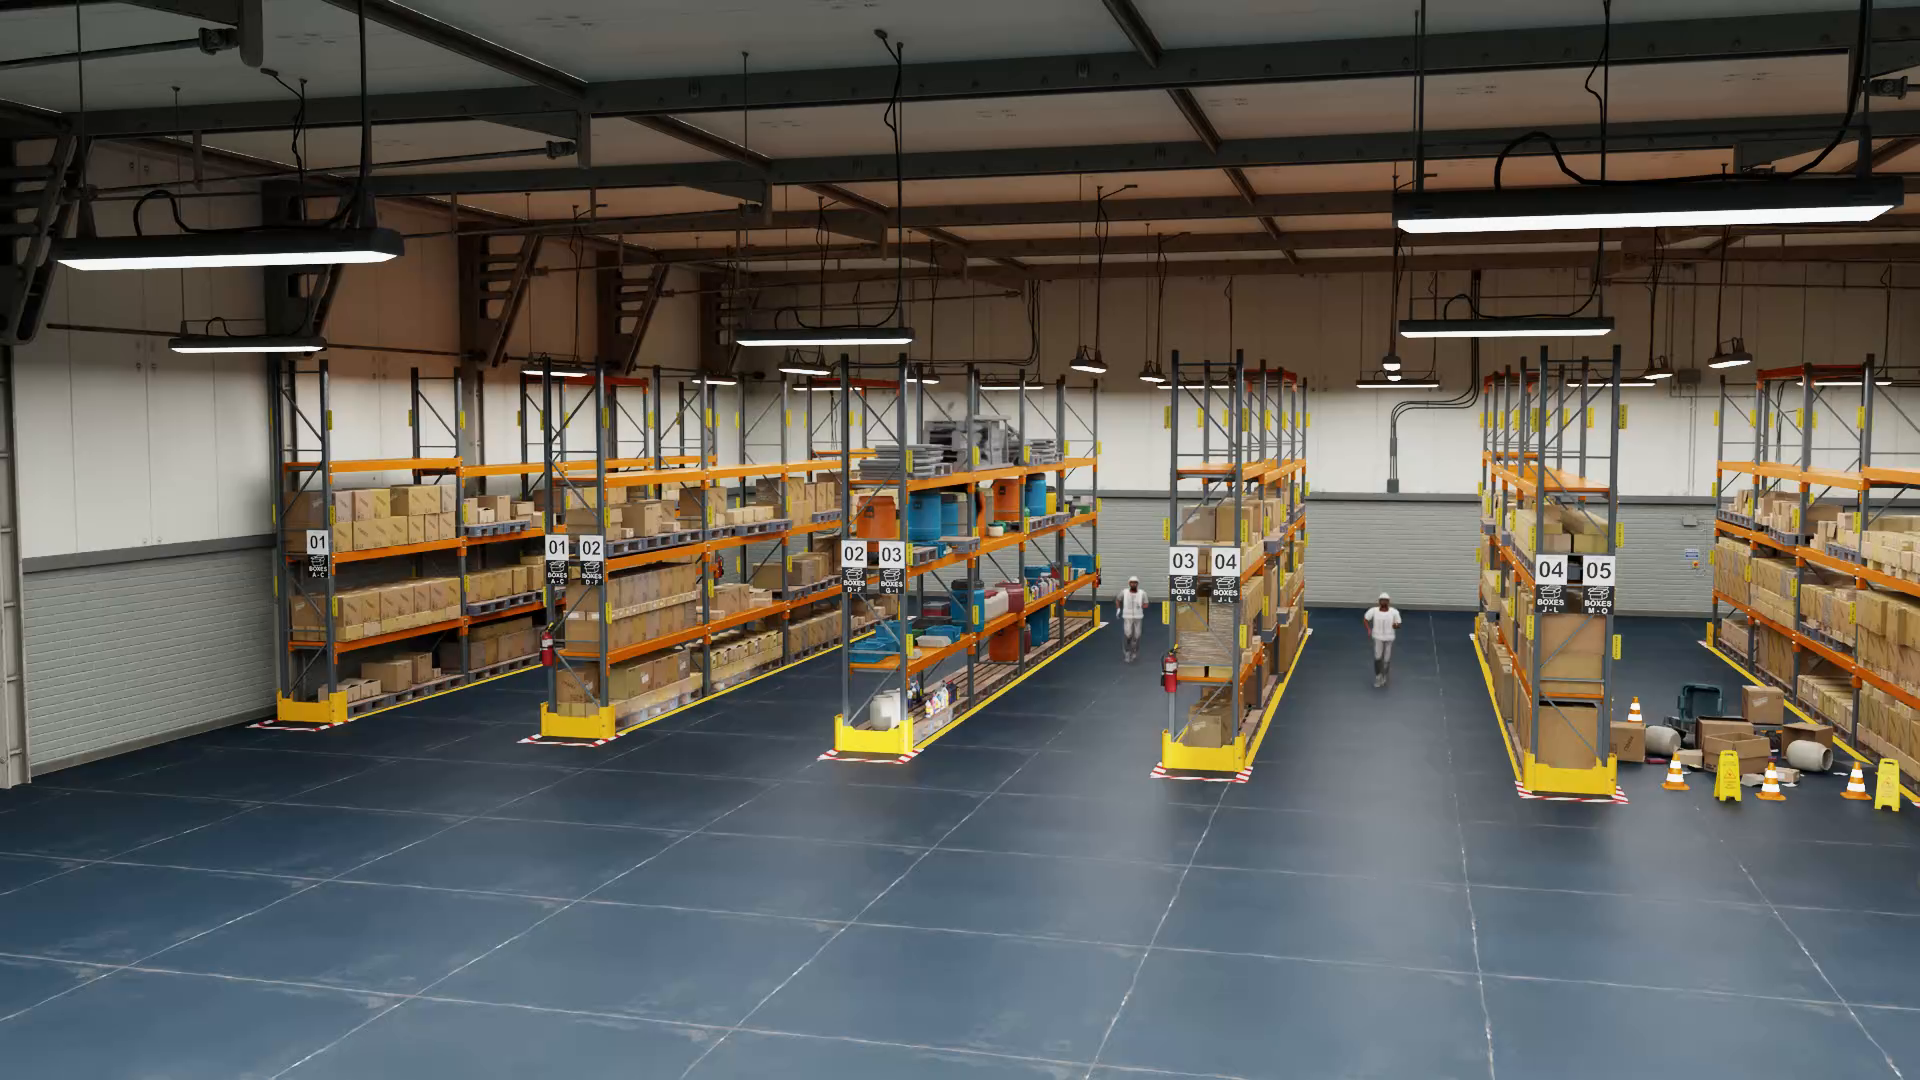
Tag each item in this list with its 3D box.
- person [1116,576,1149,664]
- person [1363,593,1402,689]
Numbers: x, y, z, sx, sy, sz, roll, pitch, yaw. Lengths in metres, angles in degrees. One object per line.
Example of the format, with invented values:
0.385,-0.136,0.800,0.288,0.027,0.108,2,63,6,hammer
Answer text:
3.567,1.646,34.342,0.655,1.803,0.721,0,4,0,person
7.926,1.891,31.150,0.675,1.805,0.689,1,4,8,person
